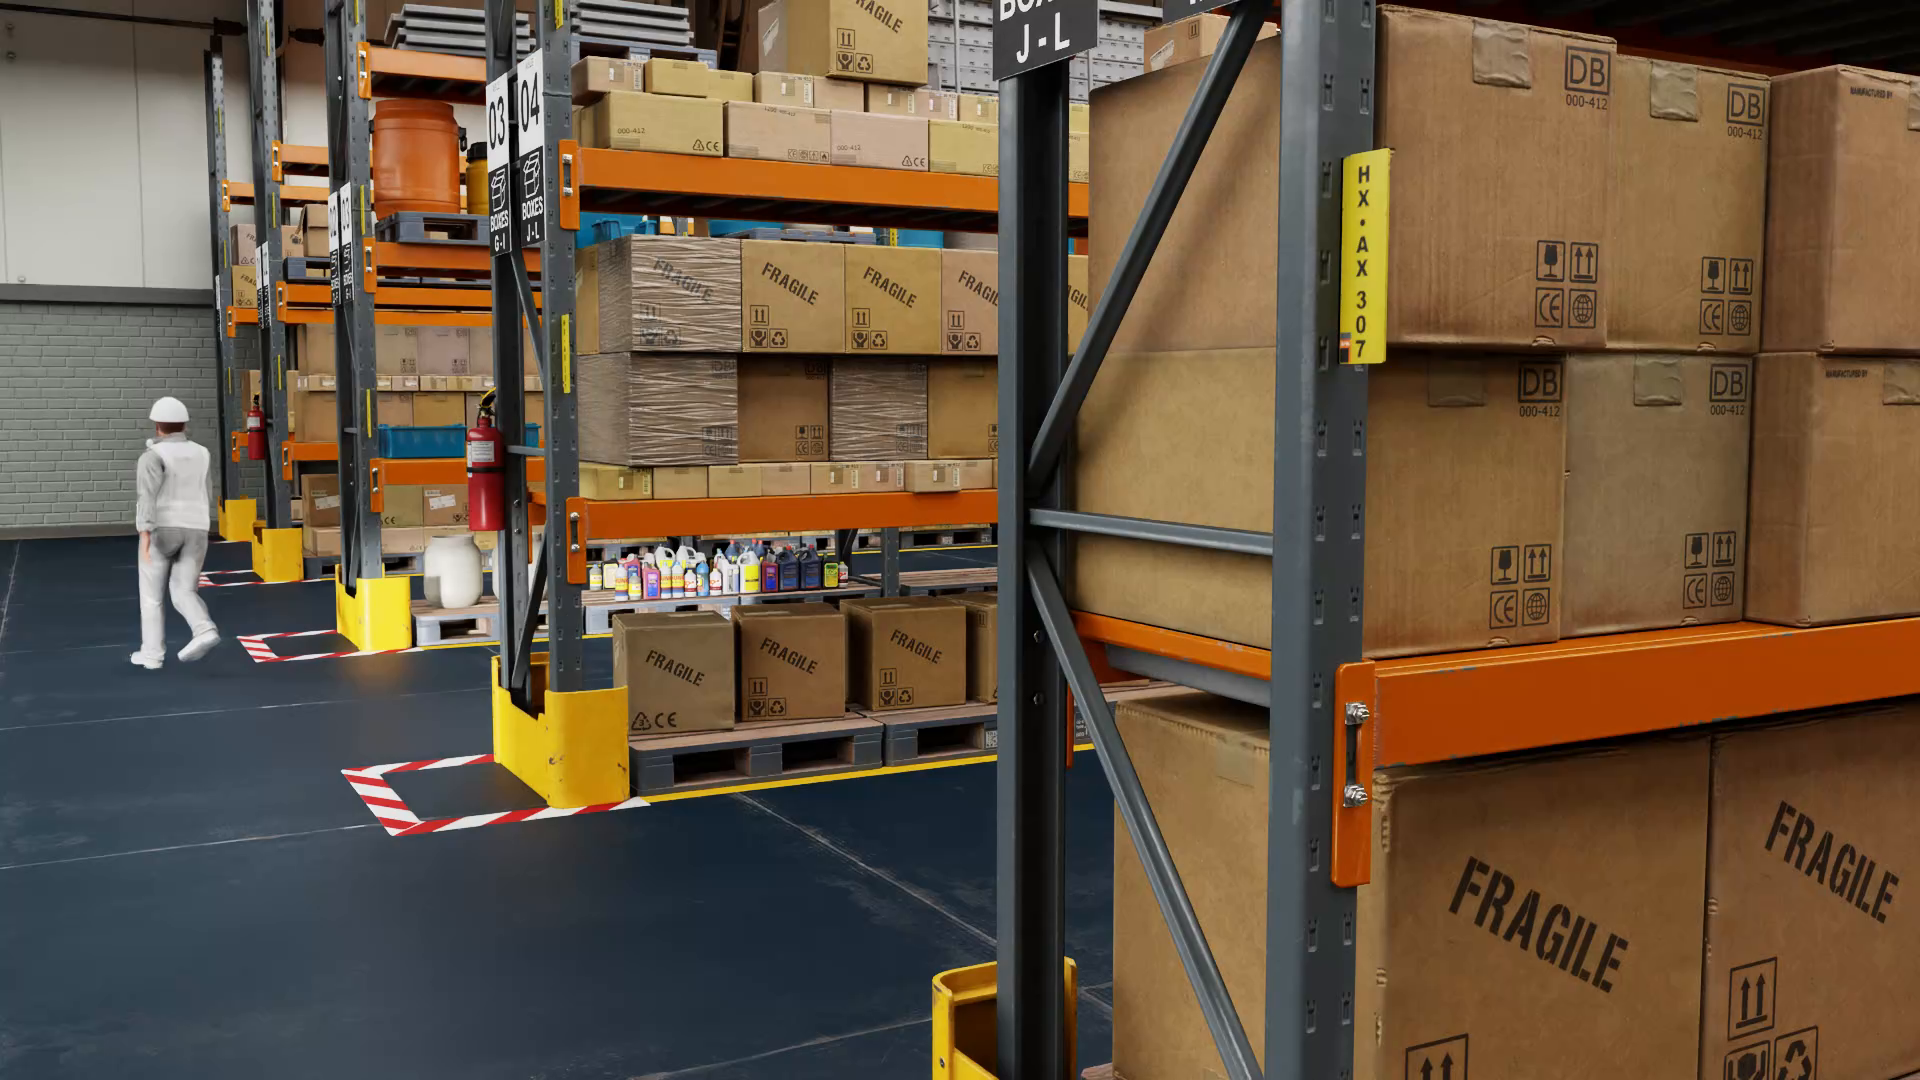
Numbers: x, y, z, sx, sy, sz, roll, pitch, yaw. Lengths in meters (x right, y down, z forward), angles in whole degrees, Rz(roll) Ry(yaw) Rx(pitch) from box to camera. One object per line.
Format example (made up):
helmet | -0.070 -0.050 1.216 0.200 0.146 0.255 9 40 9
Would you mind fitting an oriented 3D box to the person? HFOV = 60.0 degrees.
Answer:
person | -5.015 -0.041 10.647 0.860 1.747 0.622 3 6 32
